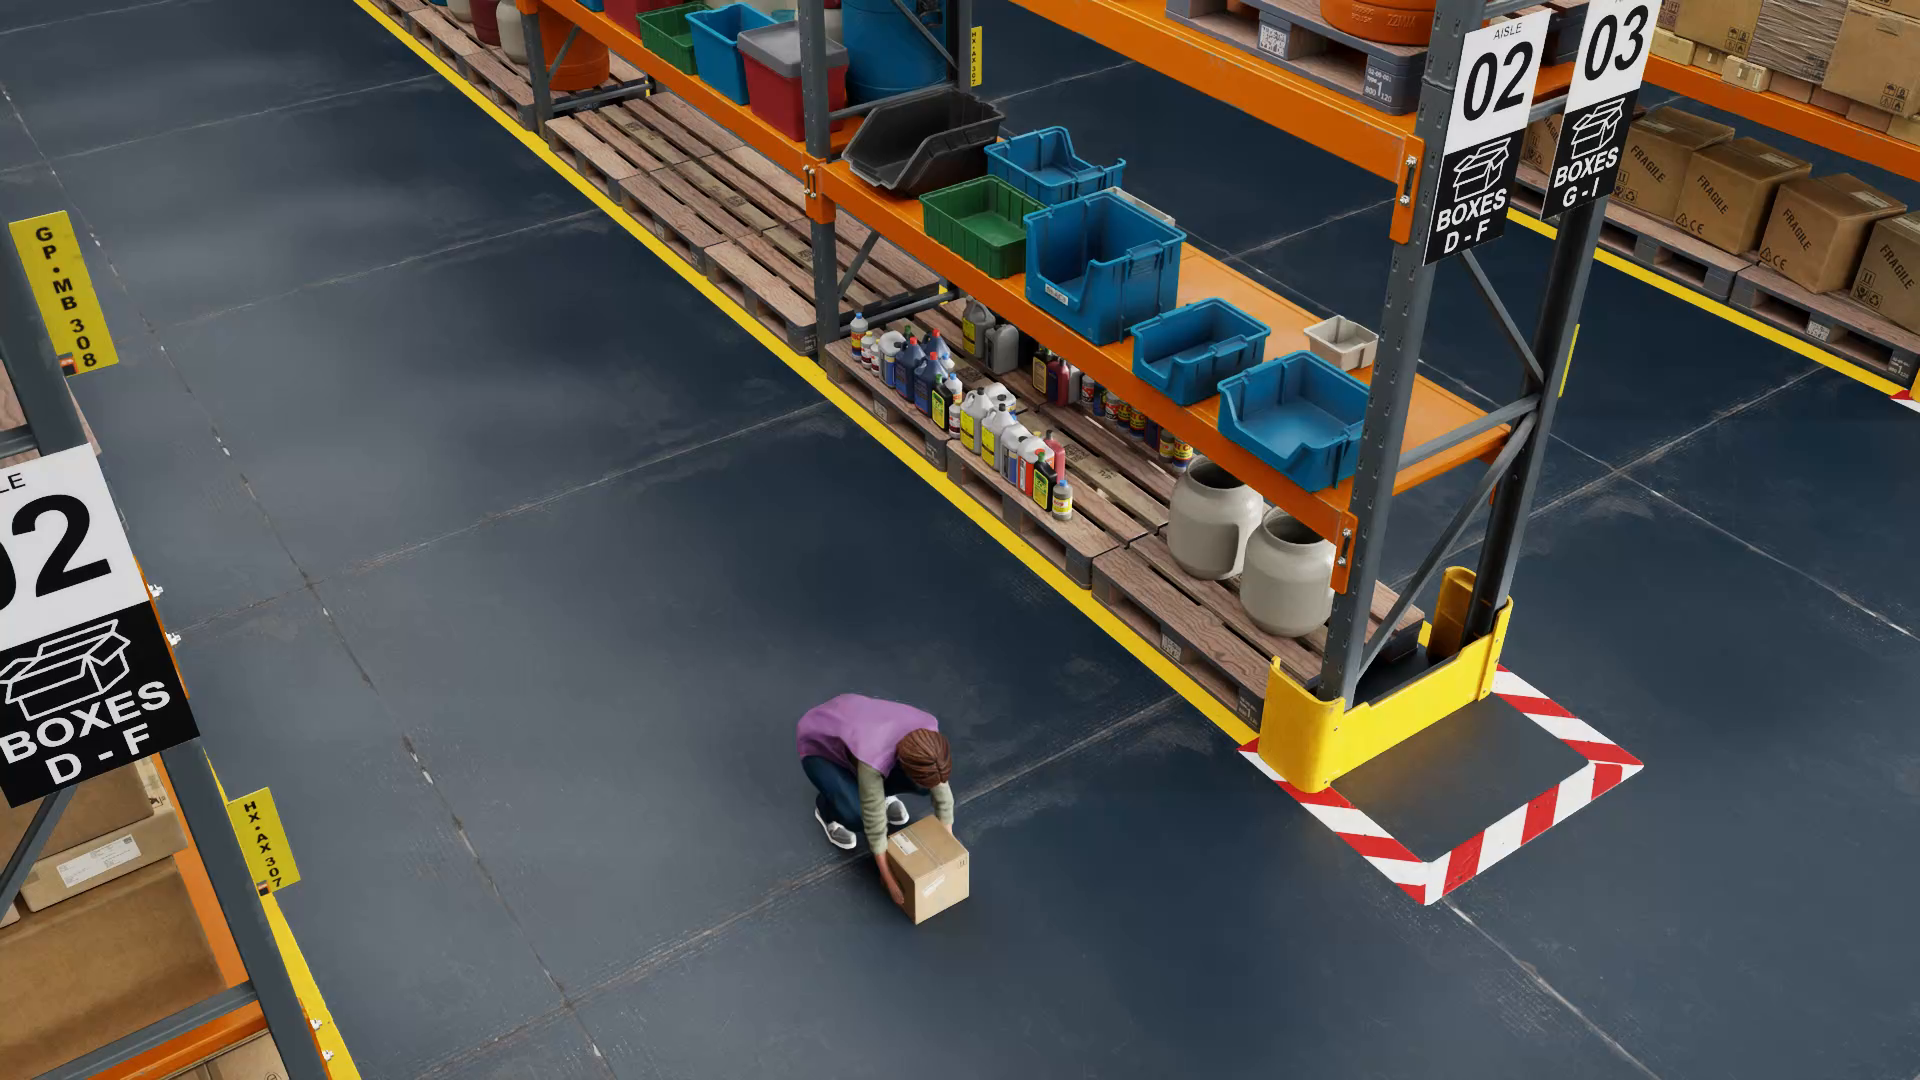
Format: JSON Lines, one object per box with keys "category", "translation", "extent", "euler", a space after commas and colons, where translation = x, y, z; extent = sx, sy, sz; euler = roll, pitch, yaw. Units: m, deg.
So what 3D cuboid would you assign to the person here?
{"category": "person", "translation": [-0.329, 0.902, 6.504], "extent": [0.436, 0.767, 0.806], "euler": [-23, 42, -27]}
